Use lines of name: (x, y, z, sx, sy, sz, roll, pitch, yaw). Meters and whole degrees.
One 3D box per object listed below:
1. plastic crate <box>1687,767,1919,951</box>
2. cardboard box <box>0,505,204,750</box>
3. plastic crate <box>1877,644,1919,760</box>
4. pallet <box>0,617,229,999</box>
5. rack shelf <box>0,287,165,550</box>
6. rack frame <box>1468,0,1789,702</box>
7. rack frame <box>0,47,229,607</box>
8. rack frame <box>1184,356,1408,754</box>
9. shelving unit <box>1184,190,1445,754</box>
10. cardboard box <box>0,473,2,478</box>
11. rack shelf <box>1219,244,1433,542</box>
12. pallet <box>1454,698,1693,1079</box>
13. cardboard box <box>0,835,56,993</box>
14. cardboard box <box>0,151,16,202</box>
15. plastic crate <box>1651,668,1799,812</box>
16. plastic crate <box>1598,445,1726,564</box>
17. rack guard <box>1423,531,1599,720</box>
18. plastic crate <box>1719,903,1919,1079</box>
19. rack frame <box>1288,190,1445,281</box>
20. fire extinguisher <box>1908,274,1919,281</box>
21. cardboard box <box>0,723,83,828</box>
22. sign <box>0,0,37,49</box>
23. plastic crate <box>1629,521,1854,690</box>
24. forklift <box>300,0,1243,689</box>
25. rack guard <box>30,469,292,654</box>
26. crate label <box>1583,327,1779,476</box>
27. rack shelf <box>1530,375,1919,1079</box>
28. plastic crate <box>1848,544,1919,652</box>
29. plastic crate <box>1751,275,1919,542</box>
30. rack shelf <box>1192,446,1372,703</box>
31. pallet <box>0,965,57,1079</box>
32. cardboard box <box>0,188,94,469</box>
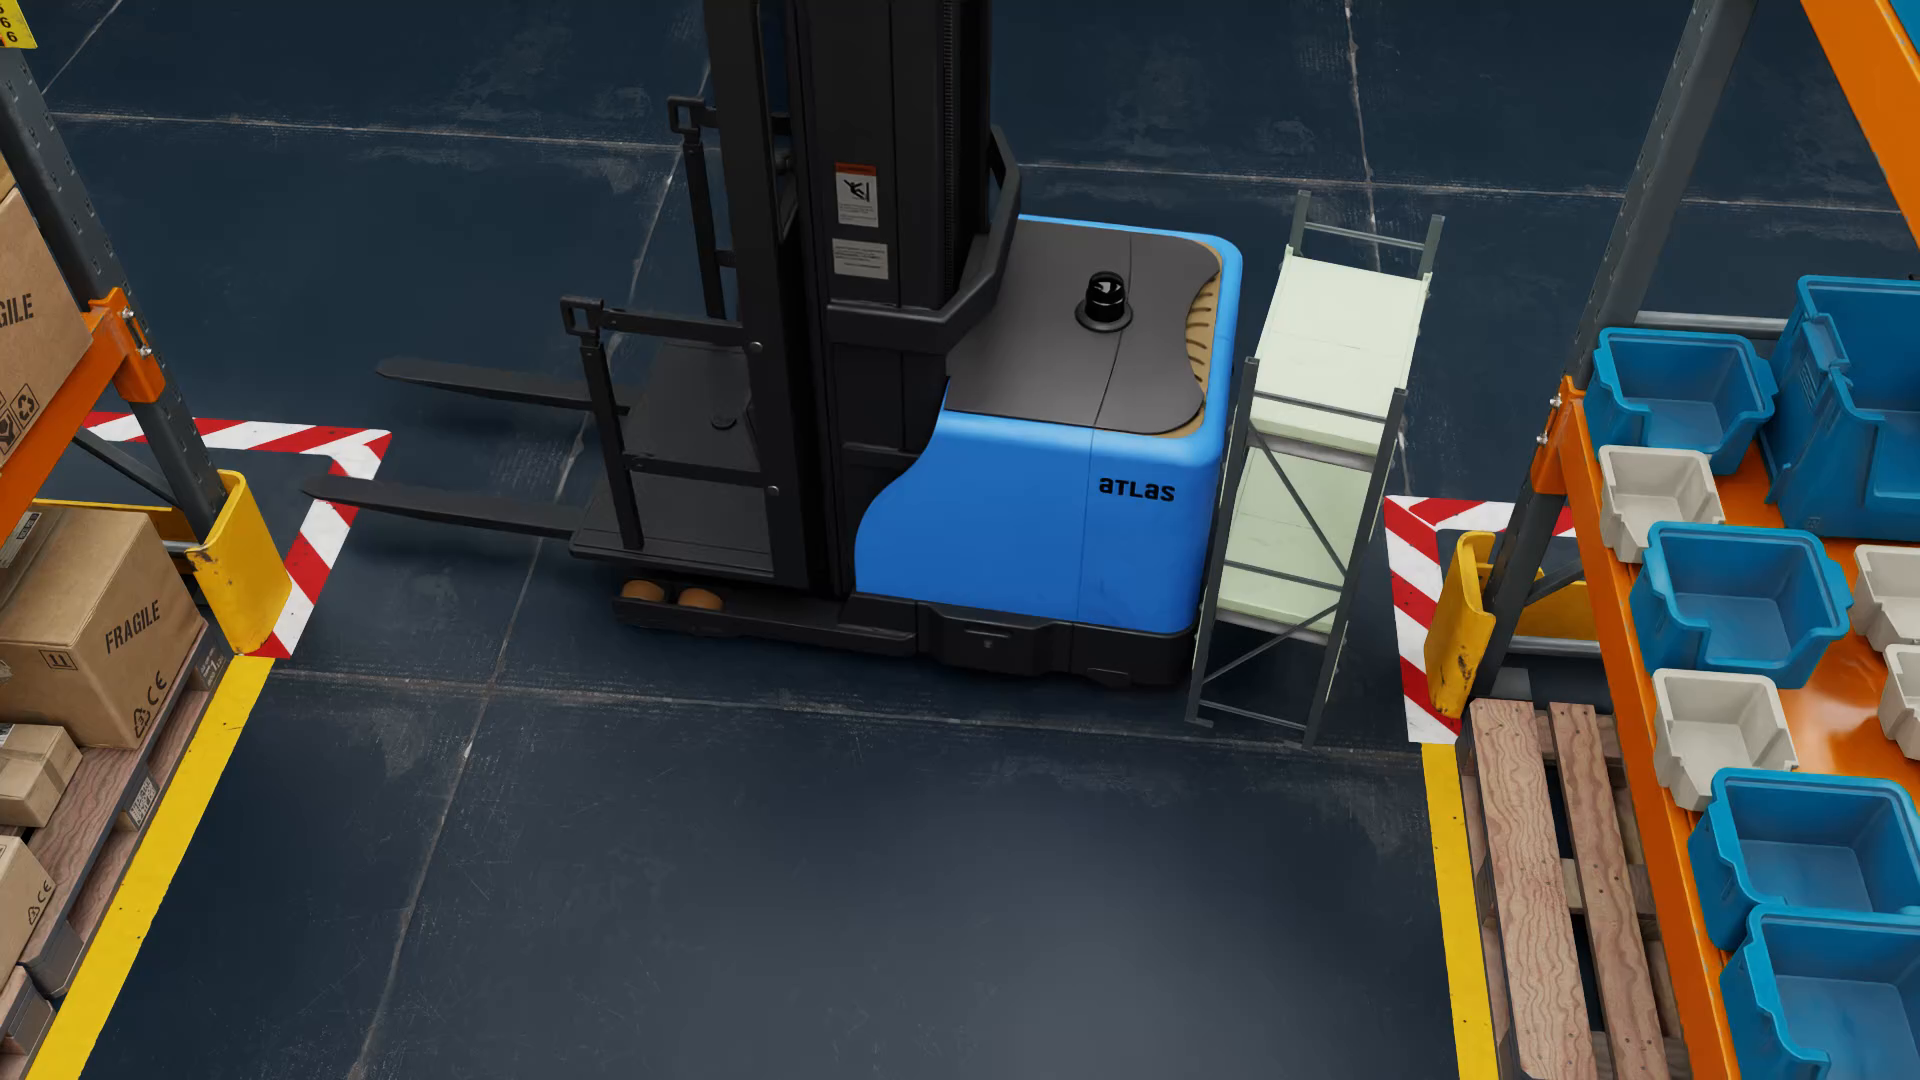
plastic crate: (1.627, 0.640, 3.205, 0.416, 0.233, 0.300, 4, 48, 4)
cardboard box: (-2.640, 0.252, 4.882, 0.500, 0.500, 0.500, 4, 48, 4)
plastic crate: (2.162, 0.369, 3.518, 0.396, 0.136, 0.243, 4, 48, 4)
pallet: (-2.914, 0.724, 4.945, 1.003, 0.211, 1.213, 4, 48, 4)
rack shelf: (-3.018, 0.853, 3.424, 1.077, 0.370, 4.000, 4, 48, 4)
rack frame: (2.097, -0.523, 4.196, 1.000, 3.000, 0.127, 4, 48, 4)
rack frame: (-2.835, -0.859, 4.503, 1.000, 3.000, 0.127, 4, 48, 4)
rack frame: (0.899, 0.102, 4.640, 0.400, 1.500, 0.023, 13, 49, 12)
shelving unit: (1.013, -0.155, 4.875, 0.431, 1.500, 0.755, 13, 49, 12)
cardboard box: (-2.649, -0.164, 3.799, 0.500, 0.500, 0.500, 4, 48, 4)
rack shelf: (1.013, -0.418, 4.587, 0.431, 0.370, 0.720, 13, 49, 12)
pallet: (1.983, 1.021, 4.673, 1.003, 0.211, 1.213, 4, 48, 4)
cardboard box: (-2.756, 1.033, 4.338, 0.500, 0.250, 0.500, 4, 48, 4)
cardboard box: (-2.602, -0.885, 3.781, 0.500, 0.500, 0.500, 3, 48, 3)
plastic crate: (1.573, 0.434, 3.459, 0.250, 0.136, 0.298, 4, 48, 4)
plastic crate: (1.635, -0.065, 3.915, 0.250, 0.136, 0.298, 4, 48, 4)
rack guard: (2.086, 0.302, 5.135, 1.175, 0.500, 0.348, 4, 48, 4)
plastic crate: (1.599, 0.861, 3.003, 0.416, 0.233, 0.300, 4, 48, 4)
rack frame: (1.126, -0.411, 5.110, 0.400, 1.500, 0.023, 13, 49, 12)
fire extinguisher: (2.563, -0.451, 4.435, 0.296, 0.674, 0.183, 4, 48, 4)
cardboard box: (-2.766, 0.656, 4.739, 0.380, 0.166, 0.250, 4, 48, 4)
sign: (-2.285, -1.304, 3.911, 0.100, 0.325, 0.005, 4, 48, 4)
plastic crate: (1.687, 0.156, 3.647, 0.416, 0.233, 0.300, 4, 48, 4)
forklift: (-0.678, -1.050, 4.724, 3.031, 2.935, 1.130, 8, 48, 7)
rack guard: (-2.842, 0.040, 5.374, 1.175, 0.500, 0.348, 4, 48, 4)
crate label: (1.747, -0.328, 4.090, 0.416, 0.233, 0.303, 4, 48, 4)
rack shelf: (1.915, 1.189, 3.117, 1.077, 0.370, 4.000, 4, 48, 4)
plastic crate: (2.203, 0.157, 3.712, 0.396, 0.136, 0.243, 4, 48, 4)
plastic crate: (2.252, -0.297, 3.924, 0.616, 0.435, 0.499, 4, 48, 4)
rack shelf: (1.013, 0.065, 5.116, 0.431, 0.370, 0.720, 13, 49, 12)
pallet: (-3.028, 1.618, 4.127, 1.003, 0.211, 1.213, 4, 48, 4)
cardboard box: (-2.605, -0.545, 4.148, 0.500, 0.500, 0.500, 5, 48, 5)
